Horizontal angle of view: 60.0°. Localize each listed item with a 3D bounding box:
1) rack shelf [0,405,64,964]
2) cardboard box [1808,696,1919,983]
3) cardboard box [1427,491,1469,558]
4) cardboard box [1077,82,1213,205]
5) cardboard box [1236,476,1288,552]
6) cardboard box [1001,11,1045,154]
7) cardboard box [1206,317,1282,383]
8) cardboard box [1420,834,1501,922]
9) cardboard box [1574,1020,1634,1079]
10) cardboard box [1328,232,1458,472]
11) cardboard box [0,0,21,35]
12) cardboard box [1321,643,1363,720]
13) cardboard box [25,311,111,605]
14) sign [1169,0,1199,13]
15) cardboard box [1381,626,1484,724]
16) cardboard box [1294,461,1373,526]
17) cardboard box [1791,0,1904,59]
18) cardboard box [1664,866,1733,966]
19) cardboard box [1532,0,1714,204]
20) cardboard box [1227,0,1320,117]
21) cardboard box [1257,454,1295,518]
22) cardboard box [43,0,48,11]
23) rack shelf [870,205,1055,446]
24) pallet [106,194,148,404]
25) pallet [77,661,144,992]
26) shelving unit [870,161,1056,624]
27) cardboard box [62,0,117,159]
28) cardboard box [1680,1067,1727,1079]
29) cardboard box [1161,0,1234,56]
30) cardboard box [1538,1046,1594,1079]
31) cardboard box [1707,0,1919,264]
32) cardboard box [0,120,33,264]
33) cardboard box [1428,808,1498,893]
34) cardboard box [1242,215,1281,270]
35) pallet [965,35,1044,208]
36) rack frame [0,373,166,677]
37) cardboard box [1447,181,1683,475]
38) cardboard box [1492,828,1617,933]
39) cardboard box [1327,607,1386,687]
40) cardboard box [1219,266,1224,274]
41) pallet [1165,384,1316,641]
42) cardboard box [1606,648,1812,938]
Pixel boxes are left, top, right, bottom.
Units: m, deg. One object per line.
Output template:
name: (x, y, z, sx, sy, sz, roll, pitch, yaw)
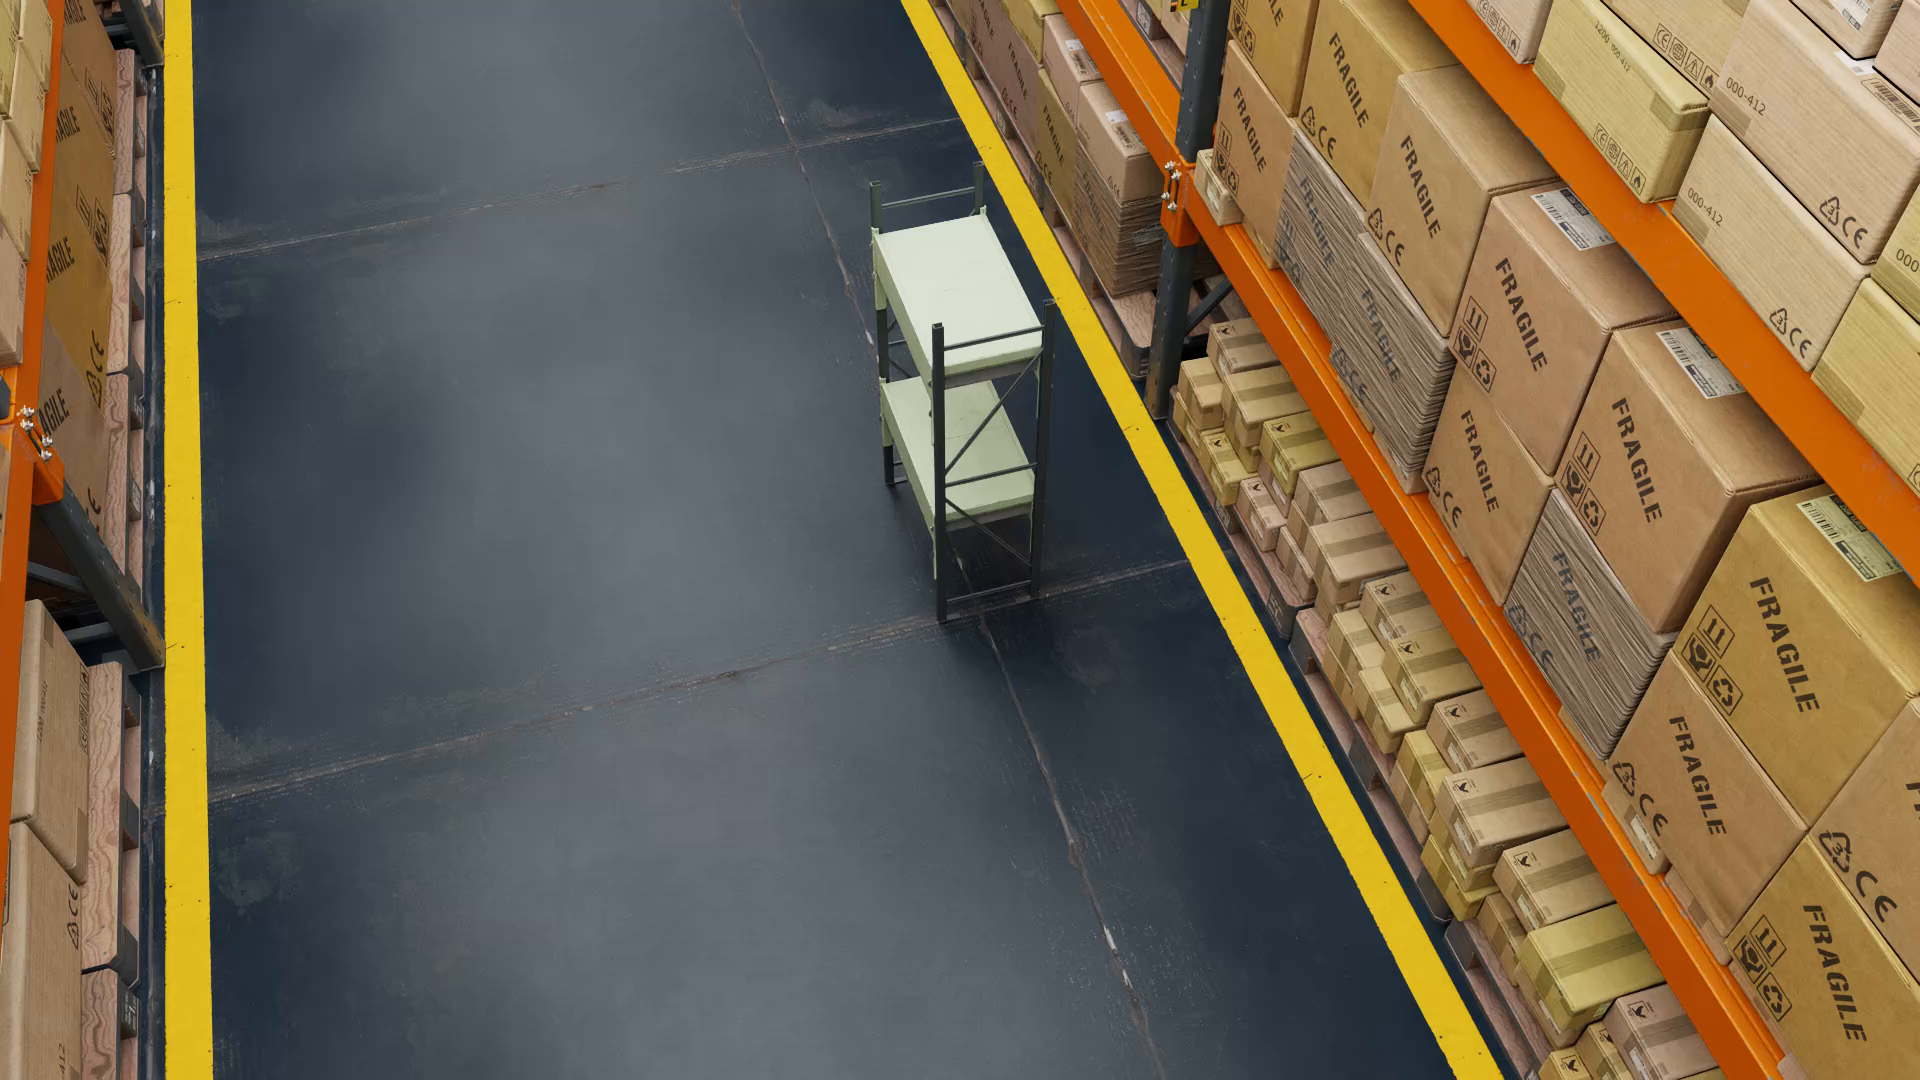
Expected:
rack shelf: (-2.837, 1.268, 3.980, 1.077, 0.370, 4.000, -13, 51, -11)
cardboard box: (2.081, 0.575, 3.179, 0.500, 0.500, 0.500, -14, 51, -12)
cardboard box: (1.601, -0.120, 4.843, 0.380, 0.149, 0.250, -12, 51, -10)
cardboard box: (0.809, -1.676, 6.861, 0.500, 0.250, 0.500, -15, 51, -12)
cardboard box: (1.273, -0.132, 6.279, 0.380, 0.149, 0.250, -14, 51, -11)
cardboard box: (0.512, -2.182, 7.777, 0.500, 0.500, 0.500, -14, 51, -12)
cardboard box: (1.175, -0.728, 6.392, 0.380, 0.149, 0.250, -11, 51, -9)
cardboard box: (1.709, 1.023, 5.305, 0.380, 0.149, 0.250, -15, 52, -13)
cardboard box: (1.999, 1.467, 4.736, 0.380, 0.149, 0.250, -14, 51, -12)
cardboard box: (1.444, -0.592, 4.817, 0.500, 0.500, 0.500, -14, 51, -12)
cardboard box: (-3.745, -2.041, 6.069, 0.500, 0.250, 0.500, -15, 51, -12)
cardboard box: (1.494, 0.443, 5.795, 0.380, 0.149, 0.250, -15, 51, -12)
cardboard box: (-3.688, -0.310, 5.954, 0.875, 0.875, 0.875, -12, 51, -10)
sign: (0.742, -1.863, 5.391, 0.100, 0.325, 0.005, -13, 51, -11)
cardboard box: (1.612, 0.419, 5.425, 0.380, 0.149, 0.250, -13, 51, -11)
cardboard box: (1.420, -0.154, 5.909, 0.380, 0.149, 0.250, -15, 51, -12)
cardboard box: (1.726, -1.024, 2.989, 0.380, 0.149, 0.250, -12, 51, -10)
cardboard box: (1.961, 0.840, 4.034, 0.380, 0.149, 0.250, -14, 51, -11)
cardboard box: (1.599, -1.008, 3.563, 0.500, 0.250, 0.500, -11, 51, -9)
cardboard box: (1.171, -1.684, 5.083, 0.500, 0.500, 0.500, -12, 51, -10)
cardboard box: (1.339, -0.259, 6.191, 0.380, 0.149, 0.250, -14, 51, -11)
cardboard box: (-3.914, -2.246, 6.570, 0.500, 0.250, 0.500, -14, 51, -11)
rack shelf: (-0.002, -0.740, 5.672, 0.431, 0.370, 0.720, -13, 51, -11)
pallet: (-4.093, -0.965, 7.215, 1.003, 0.211, 1.213, -13, 51, -11)
pallet: (-3.278, 1.047, 5.519, 1.003, 0.211, 1.213, -13, 51, -11)
shelving unit: (-0.002, -0.488, 5.970, 0.431, 1.500, 0.755, -13, 51, -11)
cardboard box: (-4.486, -2.274, 7.610, 0.875, 0.875, 0.875, -14, 51, -11)
cardboard box: (2.055, 1.566, 4.459, 0.380, 0.149, 0.250, -13, 51, -11)
cardboard box: (0.964, -1.918, 6.084, 0.380, 0.149, 0.250, -14, 51, -12)
cardboard box: (1.926, 1.585, 4.832, 0.380, 0.149, 0.250, -12, 51, -10)
cardboard box: (1.773, -0.803, 3.064, 0.500, 0.250, 0.500, -13, 51, -10)
cardboard box: (-3.461, -1.135, 5.633, 0.500, 0.250, 0.500, -14, 51, -12)
cardboard box: (1.704, 0.916, 5.201, 0.380, 0.149, 0.250, -13, 51, -10)
cardboard box: (1.189, -1.084, 5.656, 0.380, 0.149, 0.250, -12, 51, -10)
pallet: (0.675, -2.180, 8.240, 1.003, 0.211, 1.213, -13, 51, -11)
rack frame: (-3.428, -0.425, 4.936, 1.000, 3.000, 0.127, -13, 51, -11)
cardboard box: (1.609, -0.558, 4.135, 0.500, 0.500, 0.500, -15, 51, -12)
cardboard box: (1.821, 1.006, 4.931, 0.380, 0.149, 0.250, -15, 52, -12)
cardboard box: (1.489, 0.344, 5.683, 0.380, 0.149, 0.250, -14, 51, -11)
cardboard box: (1.305, -1.547, 7.242, 0.500, 0.500, 0.500, -12, 51, -10)
pallet: (1.503, -0.237, 6.601, 1.003, 0.211, 1.213, -13, 51, -11)
cardboard box: (1.927, 0.528, 3.873, 0.500, 0.500, 0.500, -14, 51, -12)
